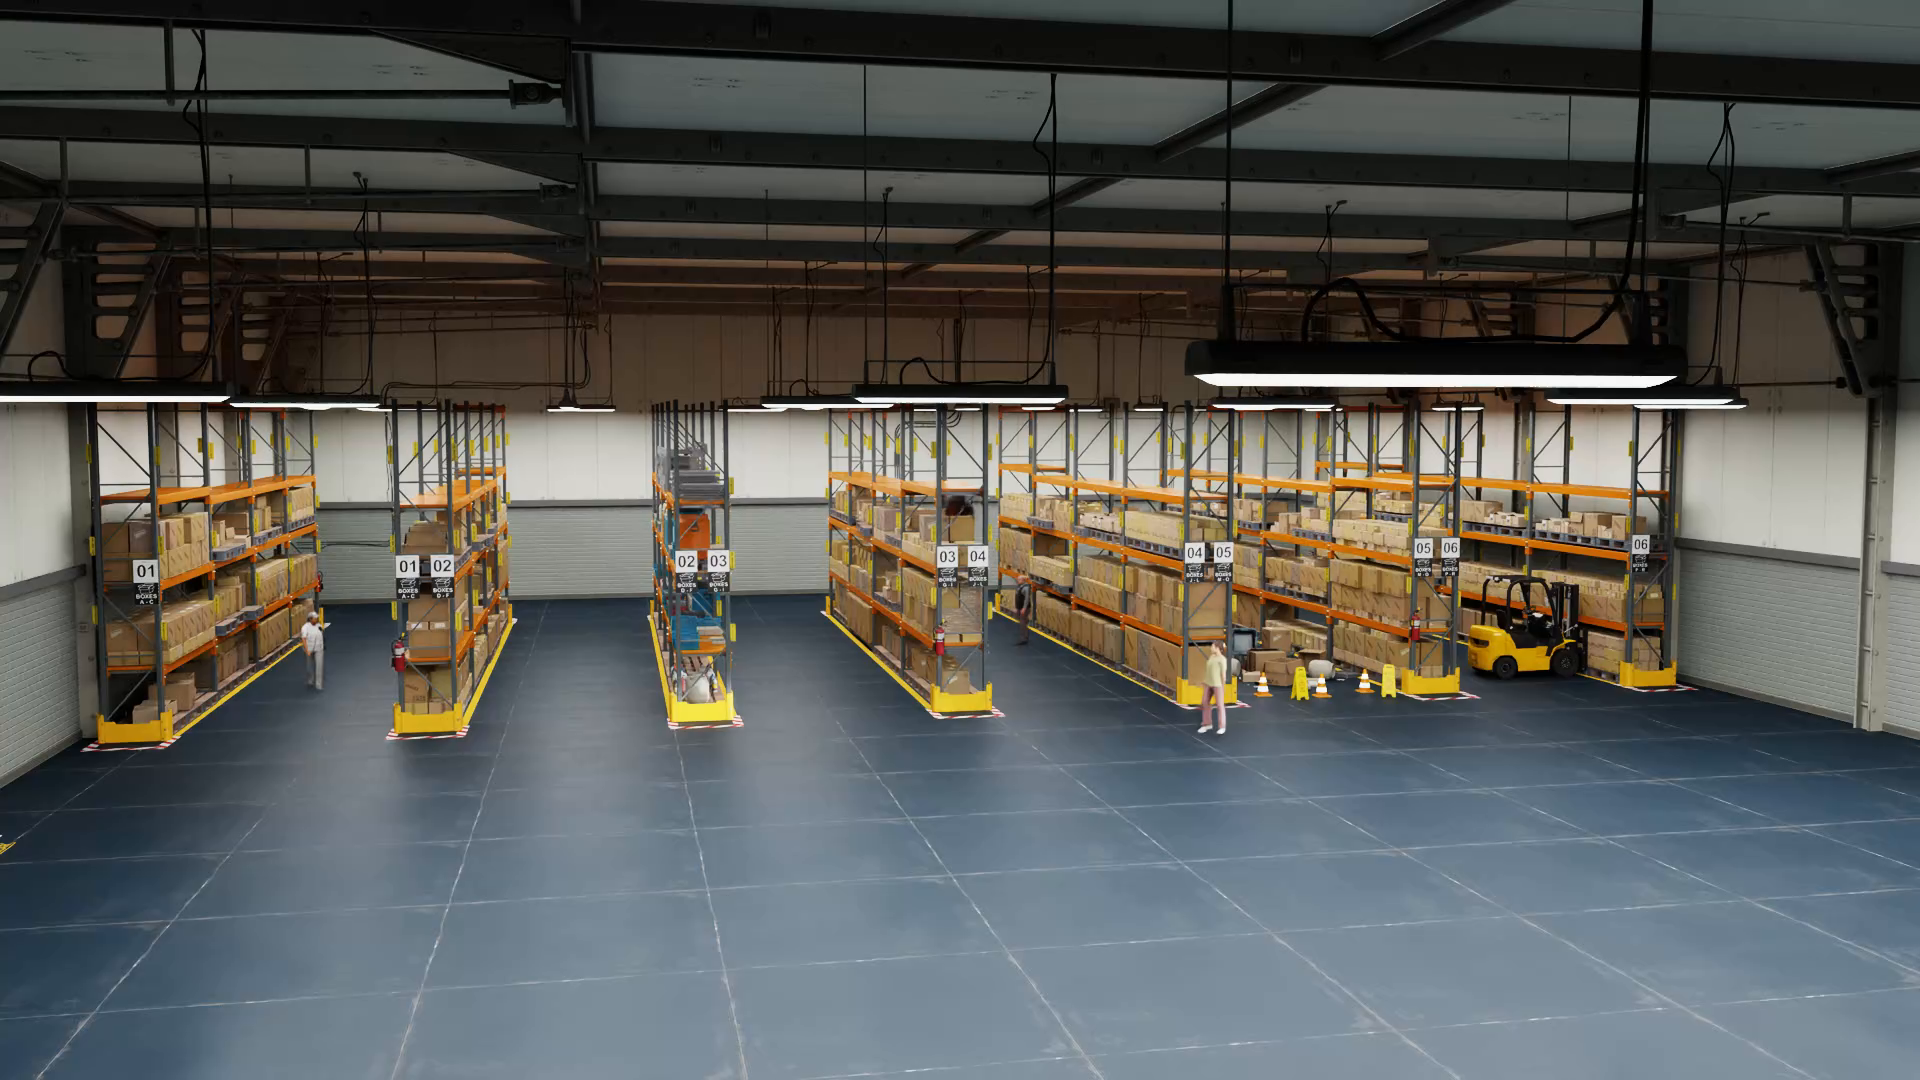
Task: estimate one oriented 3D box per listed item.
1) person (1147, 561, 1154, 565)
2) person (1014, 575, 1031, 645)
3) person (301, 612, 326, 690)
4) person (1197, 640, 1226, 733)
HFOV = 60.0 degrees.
[{"bbox_3d":[5.199,1.362,45.897,0.548,1.740,0.961,2,5,26],"label":"person"},{"bbox_3d":[1.519,1.734,41.362,0.425,1.727,0.554,-2,5,-23],"label":"person"},{"bbox_3d":[-13.479,2.303,34.692,0.472,1.622,0.978,-1,5,-19],"label":"person"},{"bbox_3d":[4.544,2.637,29.891,0.392,1.707,0.595,-4,6,-40],"label":"person"}]
